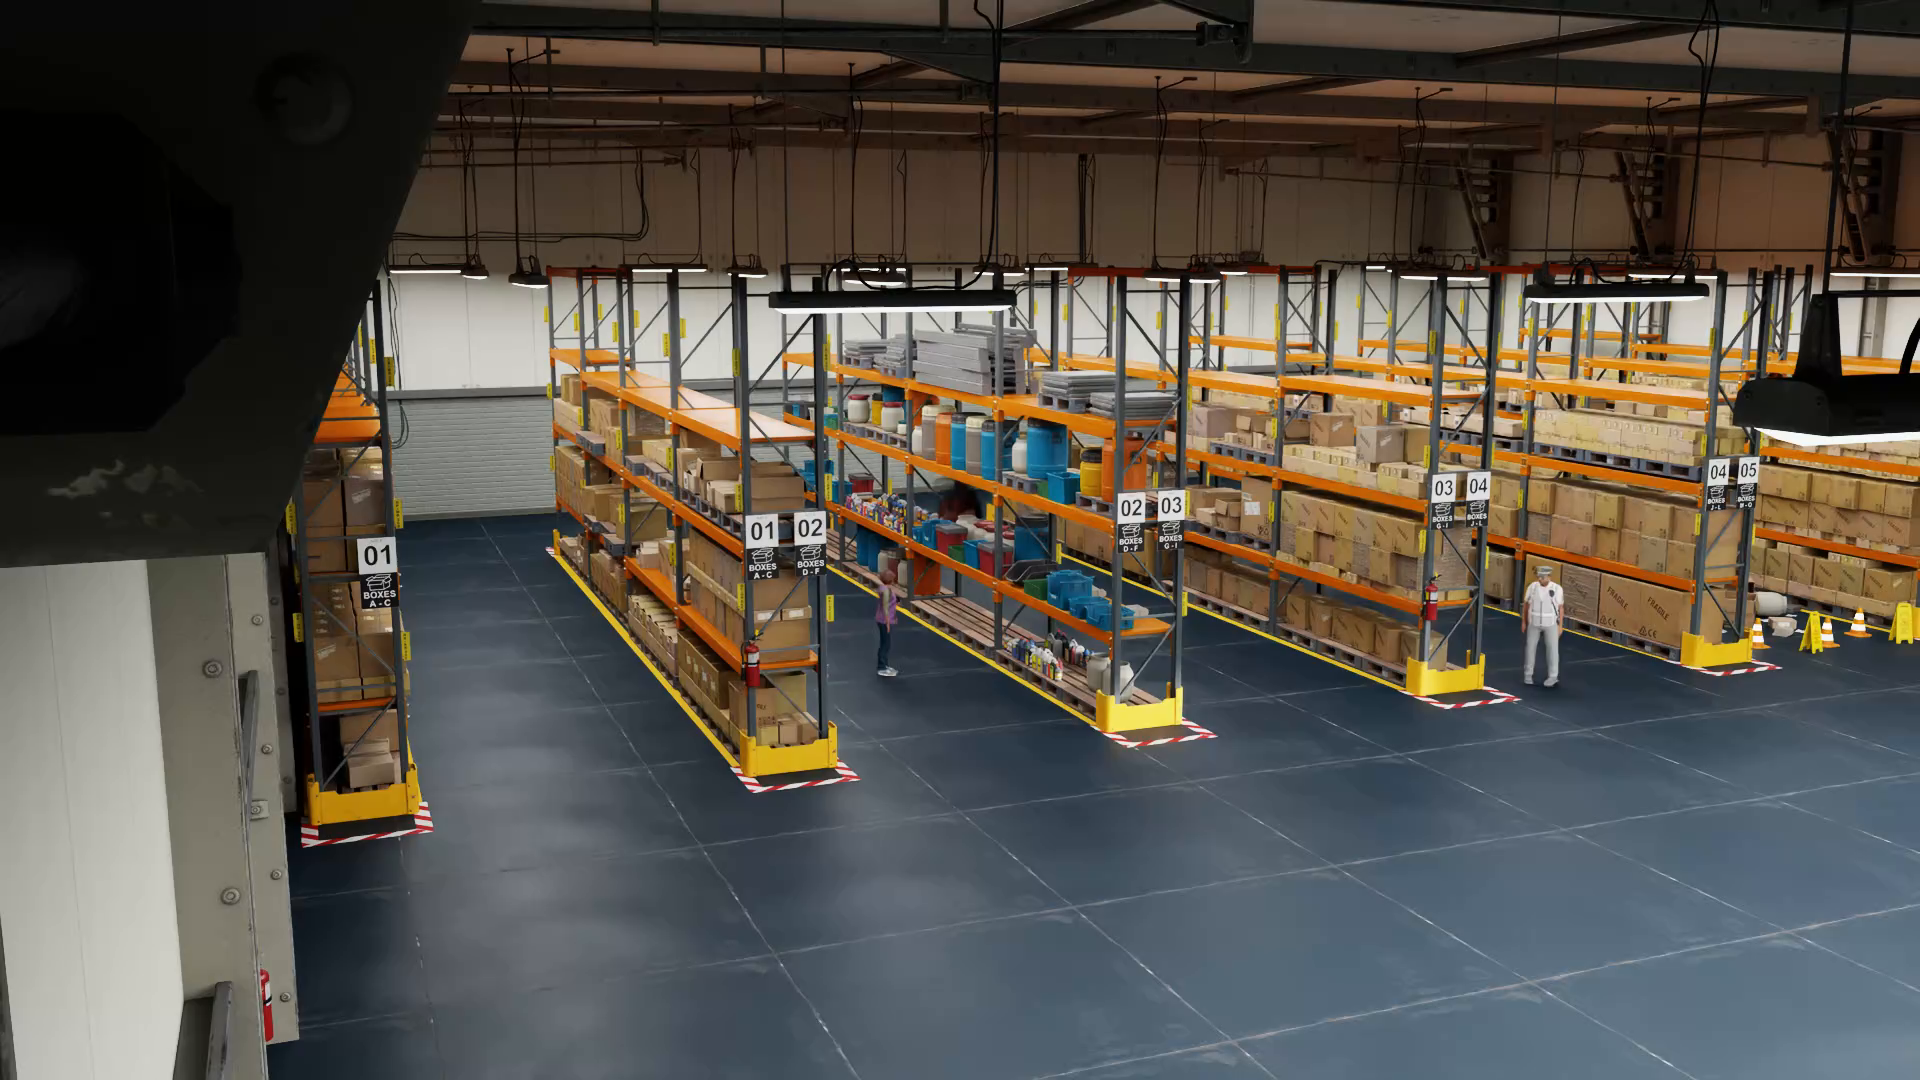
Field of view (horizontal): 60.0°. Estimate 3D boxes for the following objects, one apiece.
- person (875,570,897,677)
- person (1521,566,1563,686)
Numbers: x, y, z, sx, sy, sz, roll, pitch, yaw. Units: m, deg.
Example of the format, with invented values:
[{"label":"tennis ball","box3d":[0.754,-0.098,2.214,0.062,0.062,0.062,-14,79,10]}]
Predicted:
[{"label":"person","box3d":[-1.098,1.237,24.907,0.352,1.611,0.443,-1,10,-7]},{"label":"person","box3d":[8.545,1.243,24.436,0.575,1.750,0.453,5,11,25]}]
